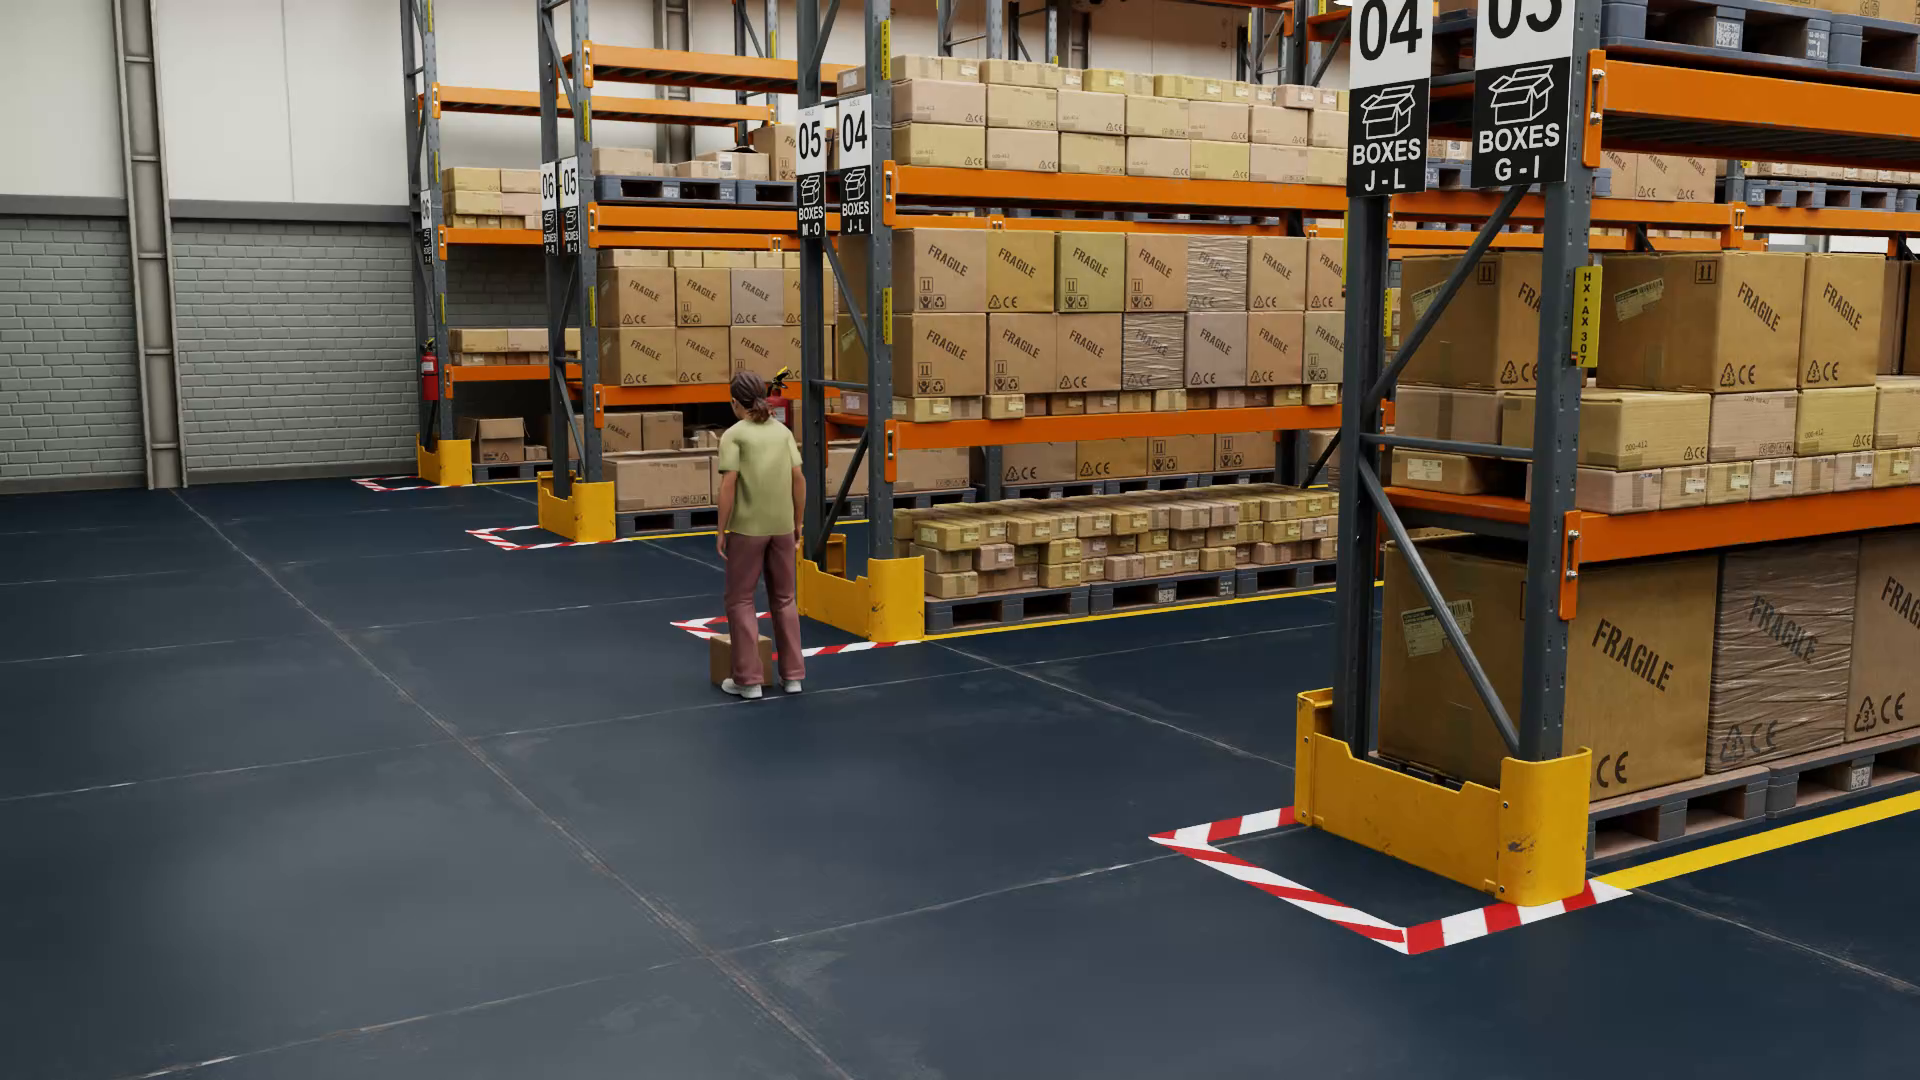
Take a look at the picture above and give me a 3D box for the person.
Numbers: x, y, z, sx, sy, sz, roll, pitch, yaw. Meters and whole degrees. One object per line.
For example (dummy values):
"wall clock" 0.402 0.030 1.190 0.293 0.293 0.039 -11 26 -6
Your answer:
"person" -1.034 -0.031 8.549 0.510 1.671 0.361 -5 10 -33
